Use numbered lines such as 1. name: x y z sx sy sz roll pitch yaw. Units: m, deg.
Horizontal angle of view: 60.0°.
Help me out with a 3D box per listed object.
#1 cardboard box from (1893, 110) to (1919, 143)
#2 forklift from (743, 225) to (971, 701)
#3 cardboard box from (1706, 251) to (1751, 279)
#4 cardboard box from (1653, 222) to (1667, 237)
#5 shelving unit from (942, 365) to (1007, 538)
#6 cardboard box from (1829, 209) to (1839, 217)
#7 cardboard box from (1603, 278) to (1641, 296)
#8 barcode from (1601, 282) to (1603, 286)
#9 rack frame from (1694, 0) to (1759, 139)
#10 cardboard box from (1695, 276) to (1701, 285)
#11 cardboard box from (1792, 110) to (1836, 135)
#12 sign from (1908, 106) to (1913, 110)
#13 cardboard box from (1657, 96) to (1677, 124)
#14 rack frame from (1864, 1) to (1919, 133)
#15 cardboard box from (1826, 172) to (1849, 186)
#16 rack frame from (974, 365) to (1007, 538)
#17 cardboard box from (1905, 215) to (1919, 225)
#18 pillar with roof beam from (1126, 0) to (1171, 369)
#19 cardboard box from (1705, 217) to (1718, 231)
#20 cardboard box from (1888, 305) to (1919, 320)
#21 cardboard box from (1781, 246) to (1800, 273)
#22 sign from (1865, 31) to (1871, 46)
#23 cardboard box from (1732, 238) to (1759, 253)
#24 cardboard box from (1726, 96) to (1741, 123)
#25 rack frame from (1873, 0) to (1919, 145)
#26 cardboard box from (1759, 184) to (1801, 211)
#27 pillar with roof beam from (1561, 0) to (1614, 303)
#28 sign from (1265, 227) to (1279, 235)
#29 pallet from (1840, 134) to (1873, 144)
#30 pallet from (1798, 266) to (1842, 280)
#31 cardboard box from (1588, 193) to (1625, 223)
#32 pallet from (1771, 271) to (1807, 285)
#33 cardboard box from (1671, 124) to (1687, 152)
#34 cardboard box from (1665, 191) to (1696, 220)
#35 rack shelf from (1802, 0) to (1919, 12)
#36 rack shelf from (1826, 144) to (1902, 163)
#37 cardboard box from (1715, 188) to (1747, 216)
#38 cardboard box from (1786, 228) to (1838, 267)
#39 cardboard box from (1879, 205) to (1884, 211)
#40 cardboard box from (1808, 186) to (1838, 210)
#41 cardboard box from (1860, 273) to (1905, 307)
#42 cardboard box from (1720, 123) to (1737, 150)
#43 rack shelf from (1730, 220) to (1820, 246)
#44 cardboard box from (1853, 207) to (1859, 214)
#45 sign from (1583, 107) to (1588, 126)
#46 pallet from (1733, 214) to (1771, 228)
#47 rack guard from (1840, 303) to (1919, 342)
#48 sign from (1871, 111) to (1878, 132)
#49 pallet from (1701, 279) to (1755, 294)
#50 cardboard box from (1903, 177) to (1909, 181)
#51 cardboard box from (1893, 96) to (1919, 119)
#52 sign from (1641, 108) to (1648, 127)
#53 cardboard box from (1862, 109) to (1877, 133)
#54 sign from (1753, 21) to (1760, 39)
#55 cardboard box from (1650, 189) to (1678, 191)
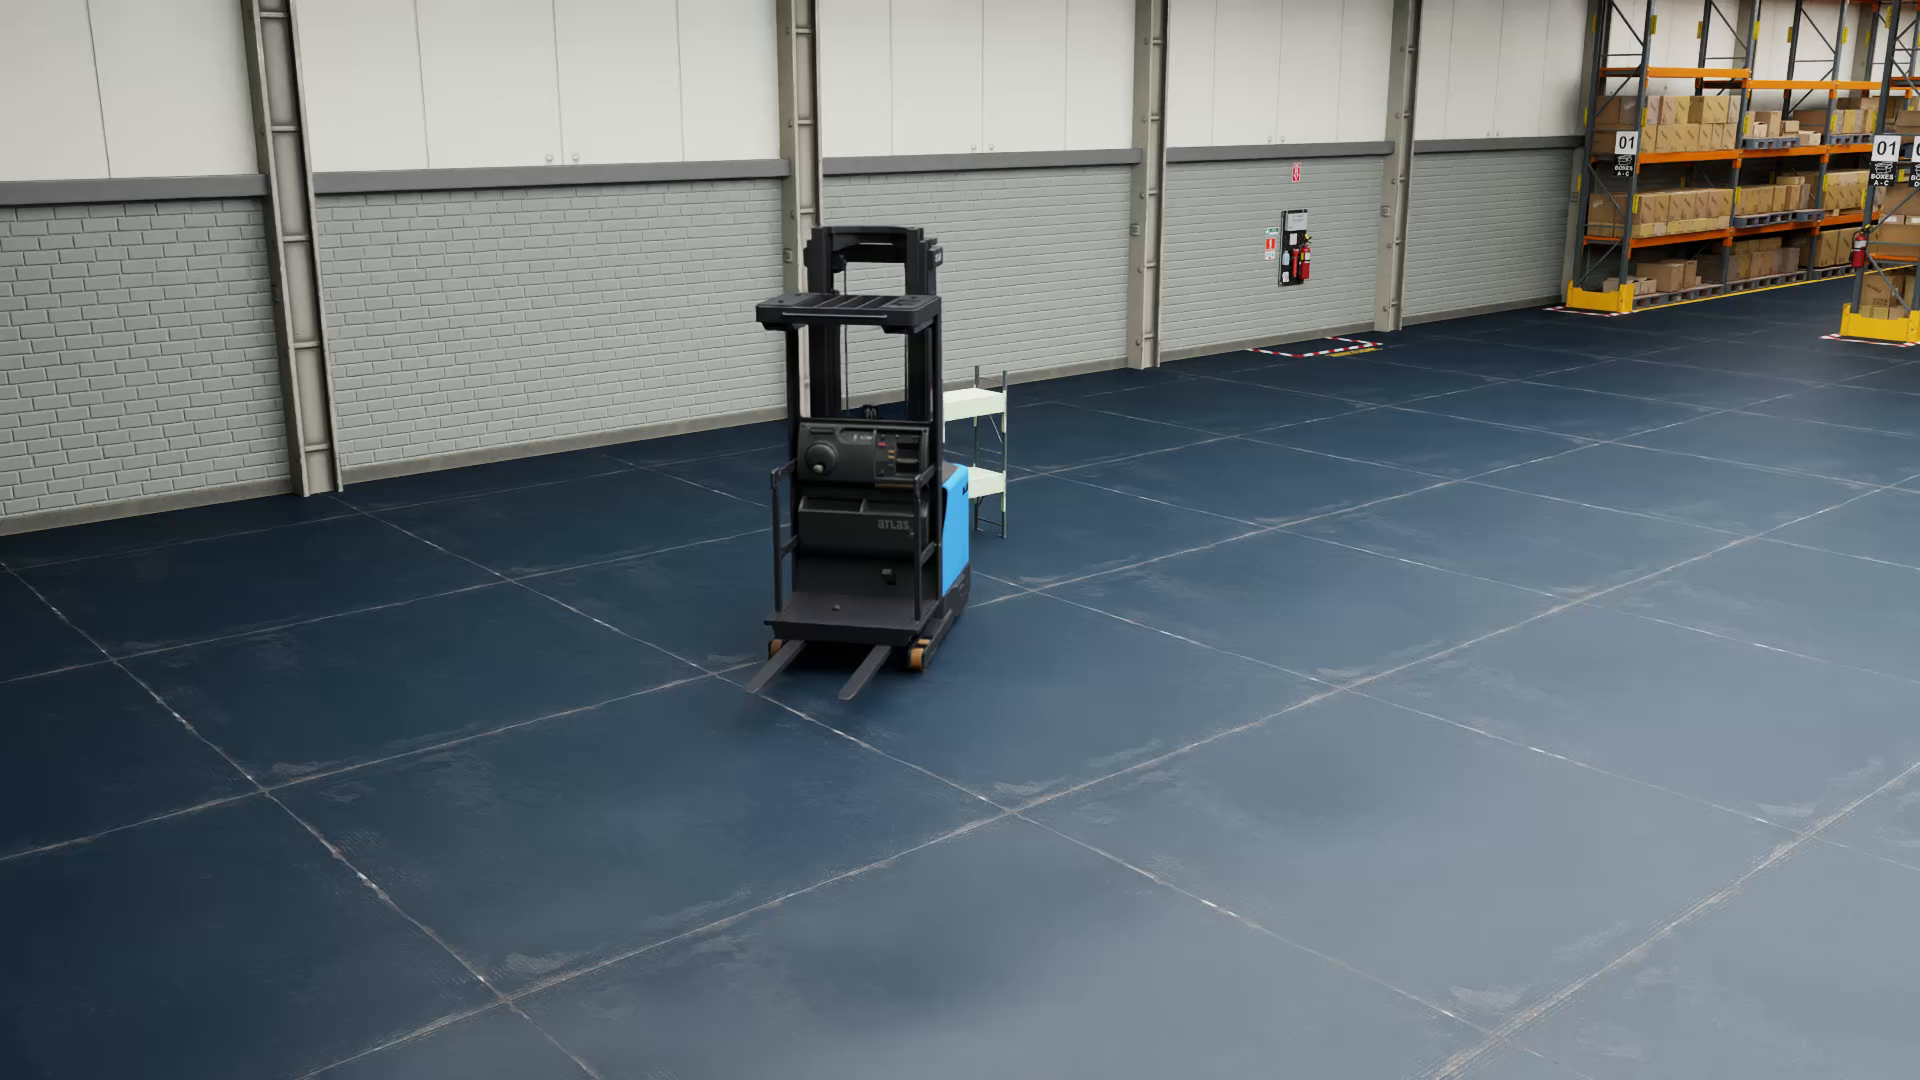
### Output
1. cardboard box: 15.441 -6.615 26.605 0.637 0.503 0.797 -11 18 -36
2. forklift: -0.716 -0.619 11.386 1.130 2.935 3.031 3 15 11
3. cardboard box: 15.669 -5.620 33.970 0.500 0.500 0.700 -13 20 -40
4. cardboard box: 12.709 -5.762 30.759 0.500 0.250 0.500 -13 20 -41
5. shelving unit: -0.005 -0.723 14.552 0.755 1.500 0.431 -13 19 -39
6. cardboard box: 18.638 -7.036 35.728 0.250 0.149 0.380 -12 19 -38
7. cardboard box: 12.331 -4.726 30.988 0.500 0.311 0.500 13 20 41
8. barcode: 12.083 -4.811 31.290 0.075 0.075 0.001 -13 19 -39
9. rack frame: 14.768 -9.289 32.087 0.127 3.000 1.000 -13 19 -39
10. cardboard box: 14.384 -5.138 32.809 0.380 0.166 0.250 13 20 40
11. cardboard box: 18.107 -8.870 35.285 0.700 0.500 0.500 14 21 43
12. sign: 21.167 -9.493 37.051 0.005 0.325 0.100 -13 19 -39
13. cardboard box: 12.612 -7.796 30.142 0.500 0.500 0.500 -13 20 -40
14. rack frame: 20.803 -10.644 37.161 0.127 3.000 1.000 -13 19 -39
15. cardboard box: 18.702 -7.750 35.689 0.500 0.250 0.500 -13 20 -40
16. rack frame: 0.271 -0.785 14.784 0.023 1.500 0.400 -13 19 -39
17. cardboard box: 15.442 -5.135 26.712 0.250 0.149 0.380 -13 20 -40
18. pillar with roof beam: 5.484 -6.027 19.877 0.400 9.000 9.100 -13 19 -39
19. cardboard box: 14.228 -6.106 32.047 0.500 0.250 0.500 -13 19 -39
20. cardboard box: 15.556 -3.671 27.195 0.500 0.250 0.500 -13 19 -39
21. cardboard box: 17.277 -5.941 35.169 0.500 0.500 0.700 -12 19 -39
22. sign: 20.457 -11.284 37.440 0.005 0.325 0.100 -13 19 -39
23. cardboard box: 16.032 -6.050 34.124 0.500 0.250 0.500 -13 20 -41
24. cardboard box: 14.568 -8.243 31.814 0.500 0.500 0.500 14 20 42
25. rack frame: 15.005 -7.647 25.942 0.127 3.000 1.000 -13 19 -39
26. cardboard box: 17.034 -7.147 34.649 0.700 0.500 0.500 14 20 42
27. pillar with roof beam: 14.537 -8.060 27.487 0.400 9.000 9.100 -13 19 -39
28. sign: 4.820 -4.771 25.702 0.331 0.109 0.001 -13 19 -39
29. pallet: 19.078 -8.735 36.194 1.213 0.211 1.003 -12 19 -37
30. pallet: 18.430 -5.840 36.203 1.213 0.211 1.003 -13 19 -39
31. cardboard box: 11.966 -6.133 30.698 0.500 0.500 0.500 -13 20 -40
32. pallet: 17.195 -5.589 35.263 1.213 0.211 1.003 -13 19 -39
33. cardboard box: 12.984 -7.401 30.599 0.500 0.500 0.500 -12 19 -37
34. cardboard box: 13.463 -6.292 31.294 0.500 0.500 0.500 -12 19 -38
35. rack shelf: 19.294 -11.563 35.556 4.000 0.370 1.077 -13 19 -39
36. rack shelf: 19.294 -8.508 36.372 4.000 0.370 1.077 -13 19 -39
37. cardboard box: 15.174 -6.731 33.090 0.500 0.500 0.700 -13 19 -39
38. cardboard box: 18.426 -6.331 35.992 0.750 0.750 0.750 -13 20 -40
39. cardboard box: 20.559 -7.474 37.367 0.250 0.149 0.380 -12 19 -38
40. cardboard box: 18.320 -7.302 35.466 0.500 0.500 0.500 -12 19 -38
41. cardboard box: 15.214 -4.135 27.477 0.500 0.500 0.500 -13 19 -39
42. cardboard box: 14.547 -7.763 31.957 0.500 0.500 0.500 -12 19 -38
43. rack shelf: 16.277 -6.382 34.223 4.000 0.370 1.077 -13 19 -39
44. cardboard box: 19.539 -7.272 36.610 0.250 0.149 0.380 -12 19 -38
45. sign: 11.401 -7.701 30.240 0.005 0.325 0.100 -13 19 -39
46. pallet: 15.440 -6.399 33.265 1.213 0.211 1.003 -13 19 -39
47. rack guard: 14.987 -3.537 27.024 0.348 0.500 1.175 -13 19 -39
48. sign: 14.659 -6.696 26.630 0.005 0.325 0.100 -13 19 -39
49. pallet: 15.354 -5.175 33.716 1.213 0.211 1.003 -13 19 -39
50. cardboard box: 21.223 -7.979 38.228 0.700 0.700 0.980 -12 19 -39
51. cardboard box: 21.525 -9.802 37.651 0.500 0.500 0.500 -13 20 -40
52. sign: 12.107 -7.479 29.429 0.005 0.325 0.100 -13 19 -39
53. cardboard box: 19.690 -9.221 36.600 0.500 0.500 0.700 -13 20 -40
54. sign: 15.110 -9.670 31.549 0.005 0.325 0.100 -13 19 -39
55. cardboard box: 13.504 -6.481 31.998 0.500 0.500 0.500 -12 19 -38
